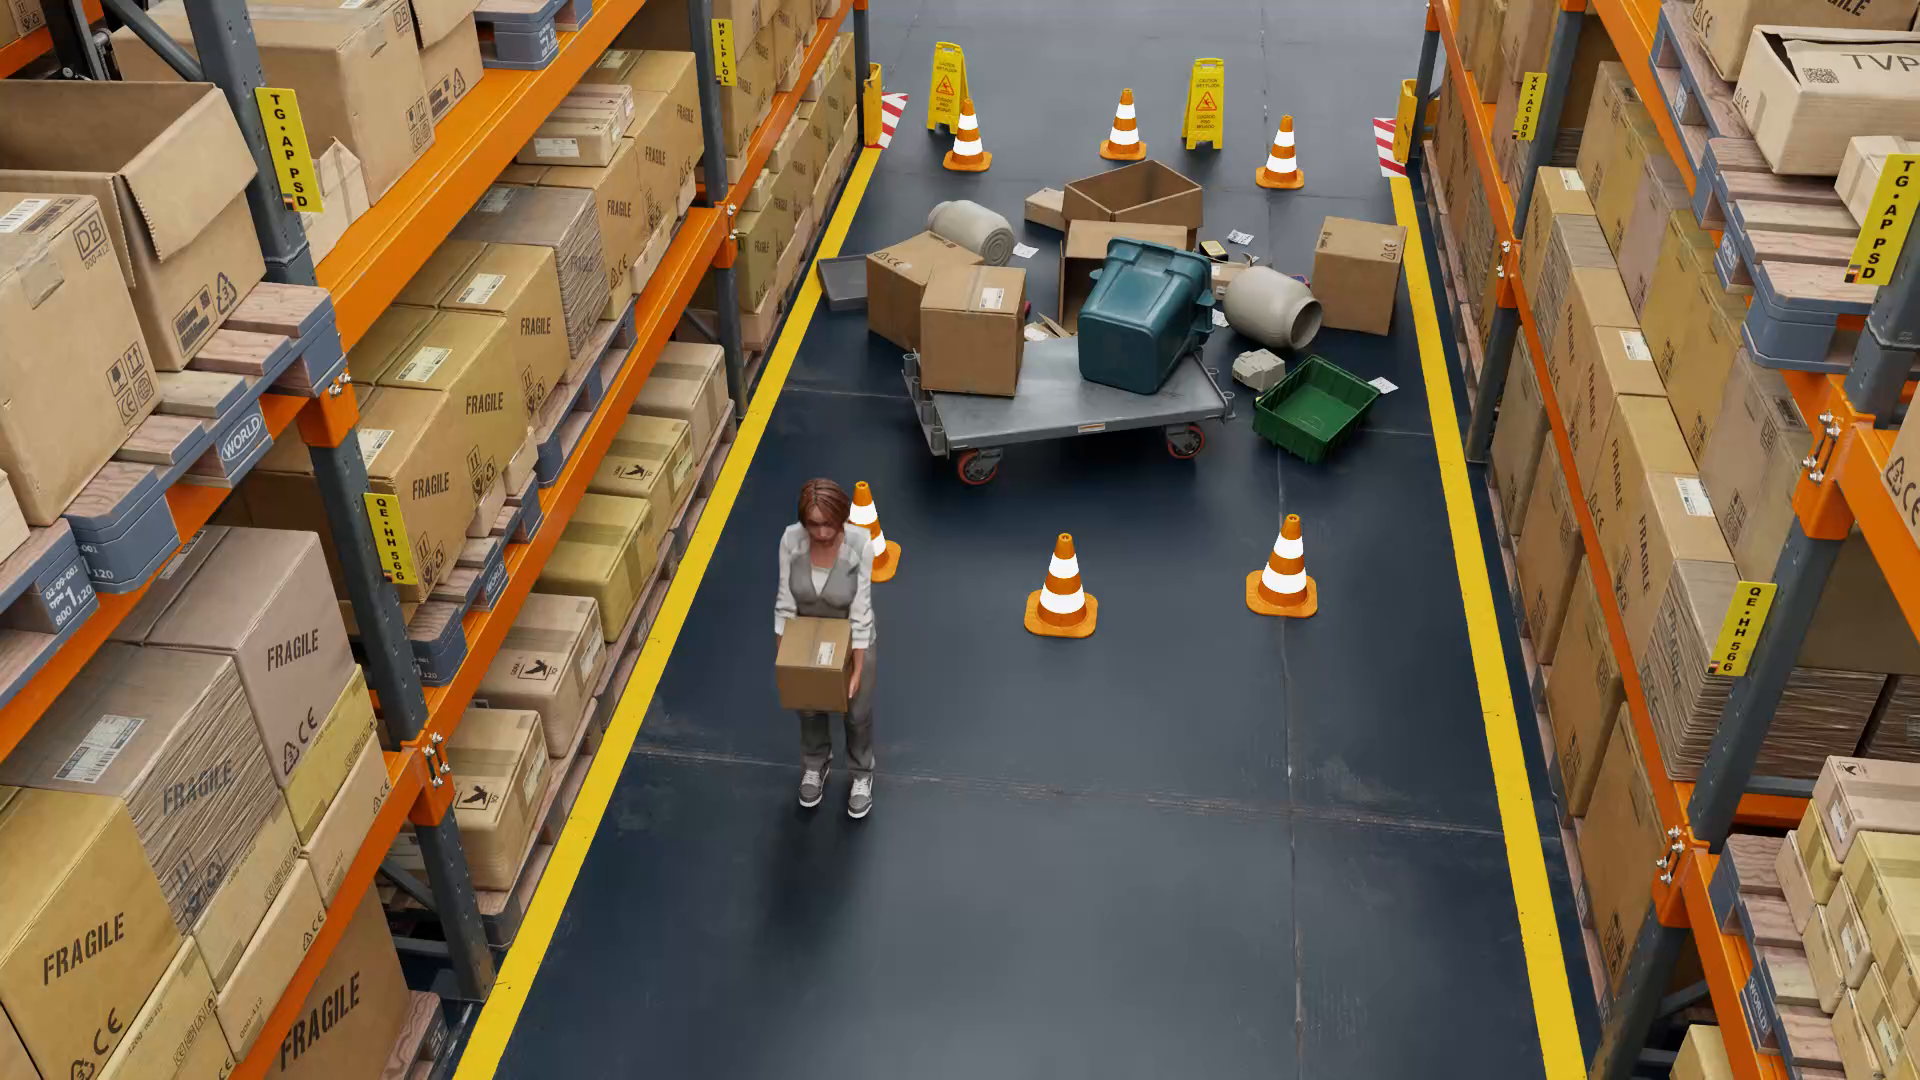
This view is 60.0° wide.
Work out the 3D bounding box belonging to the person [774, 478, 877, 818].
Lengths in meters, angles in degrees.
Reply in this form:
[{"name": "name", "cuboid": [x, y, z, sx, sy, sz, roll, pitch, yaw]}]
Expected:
[{"name": "person", "cuboid": [-0.508, 0.445, 6.455, 0.374, 1.594, 0.513, 4, 37, 5]}]
